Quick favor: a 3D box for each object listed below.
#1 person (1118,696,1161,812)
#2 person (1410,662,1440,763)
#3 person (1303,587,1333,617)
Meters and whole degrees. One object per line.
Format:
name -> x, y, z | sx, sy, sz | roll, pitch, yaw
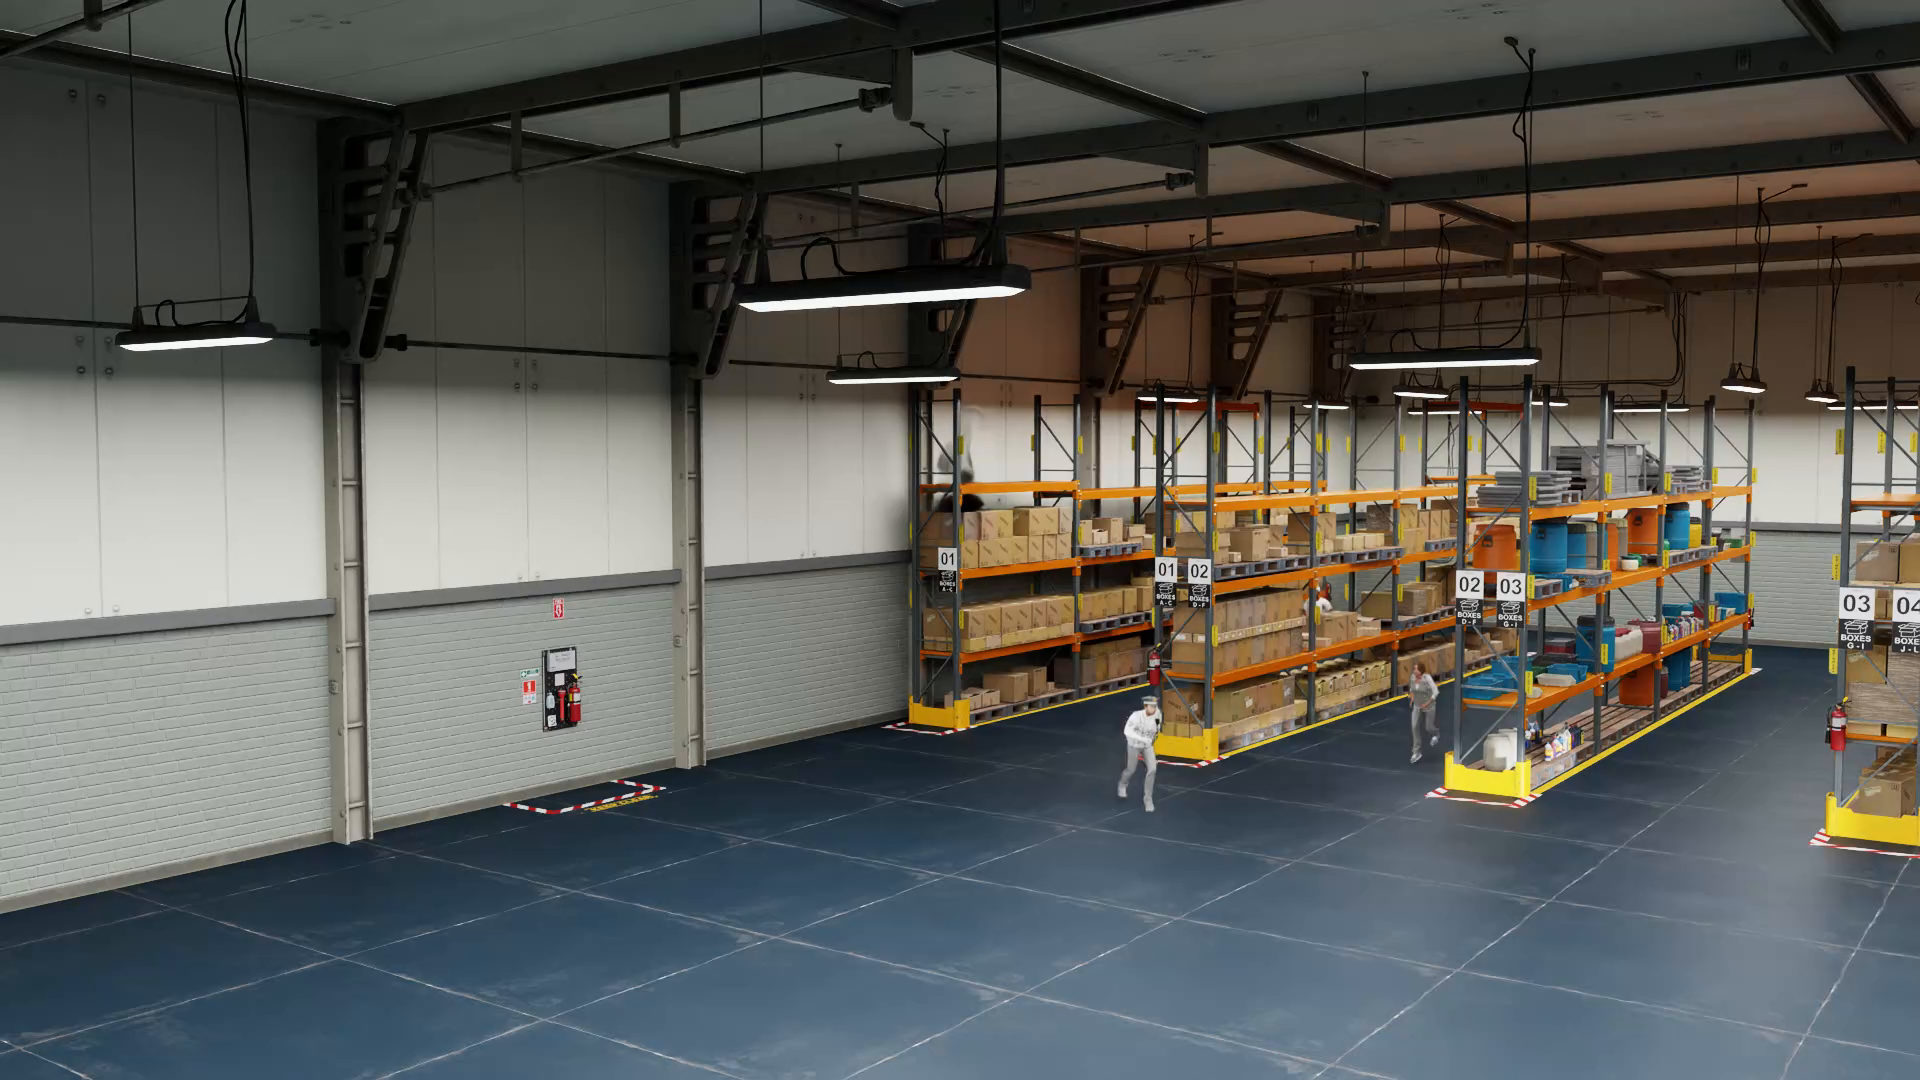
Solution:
person -> 2.484, 2.921, 23.110 | 0.656, 1.624, 0.958 | -1, 4, -24
person -> 7.428, 2.719, 26.583 | 0.537, 1.575, 0.971 | 3, 4, 39
person -> 8.291, 1.934, 38.806 | 0.700, 1.723, 0.582 | 2, 4, 34
